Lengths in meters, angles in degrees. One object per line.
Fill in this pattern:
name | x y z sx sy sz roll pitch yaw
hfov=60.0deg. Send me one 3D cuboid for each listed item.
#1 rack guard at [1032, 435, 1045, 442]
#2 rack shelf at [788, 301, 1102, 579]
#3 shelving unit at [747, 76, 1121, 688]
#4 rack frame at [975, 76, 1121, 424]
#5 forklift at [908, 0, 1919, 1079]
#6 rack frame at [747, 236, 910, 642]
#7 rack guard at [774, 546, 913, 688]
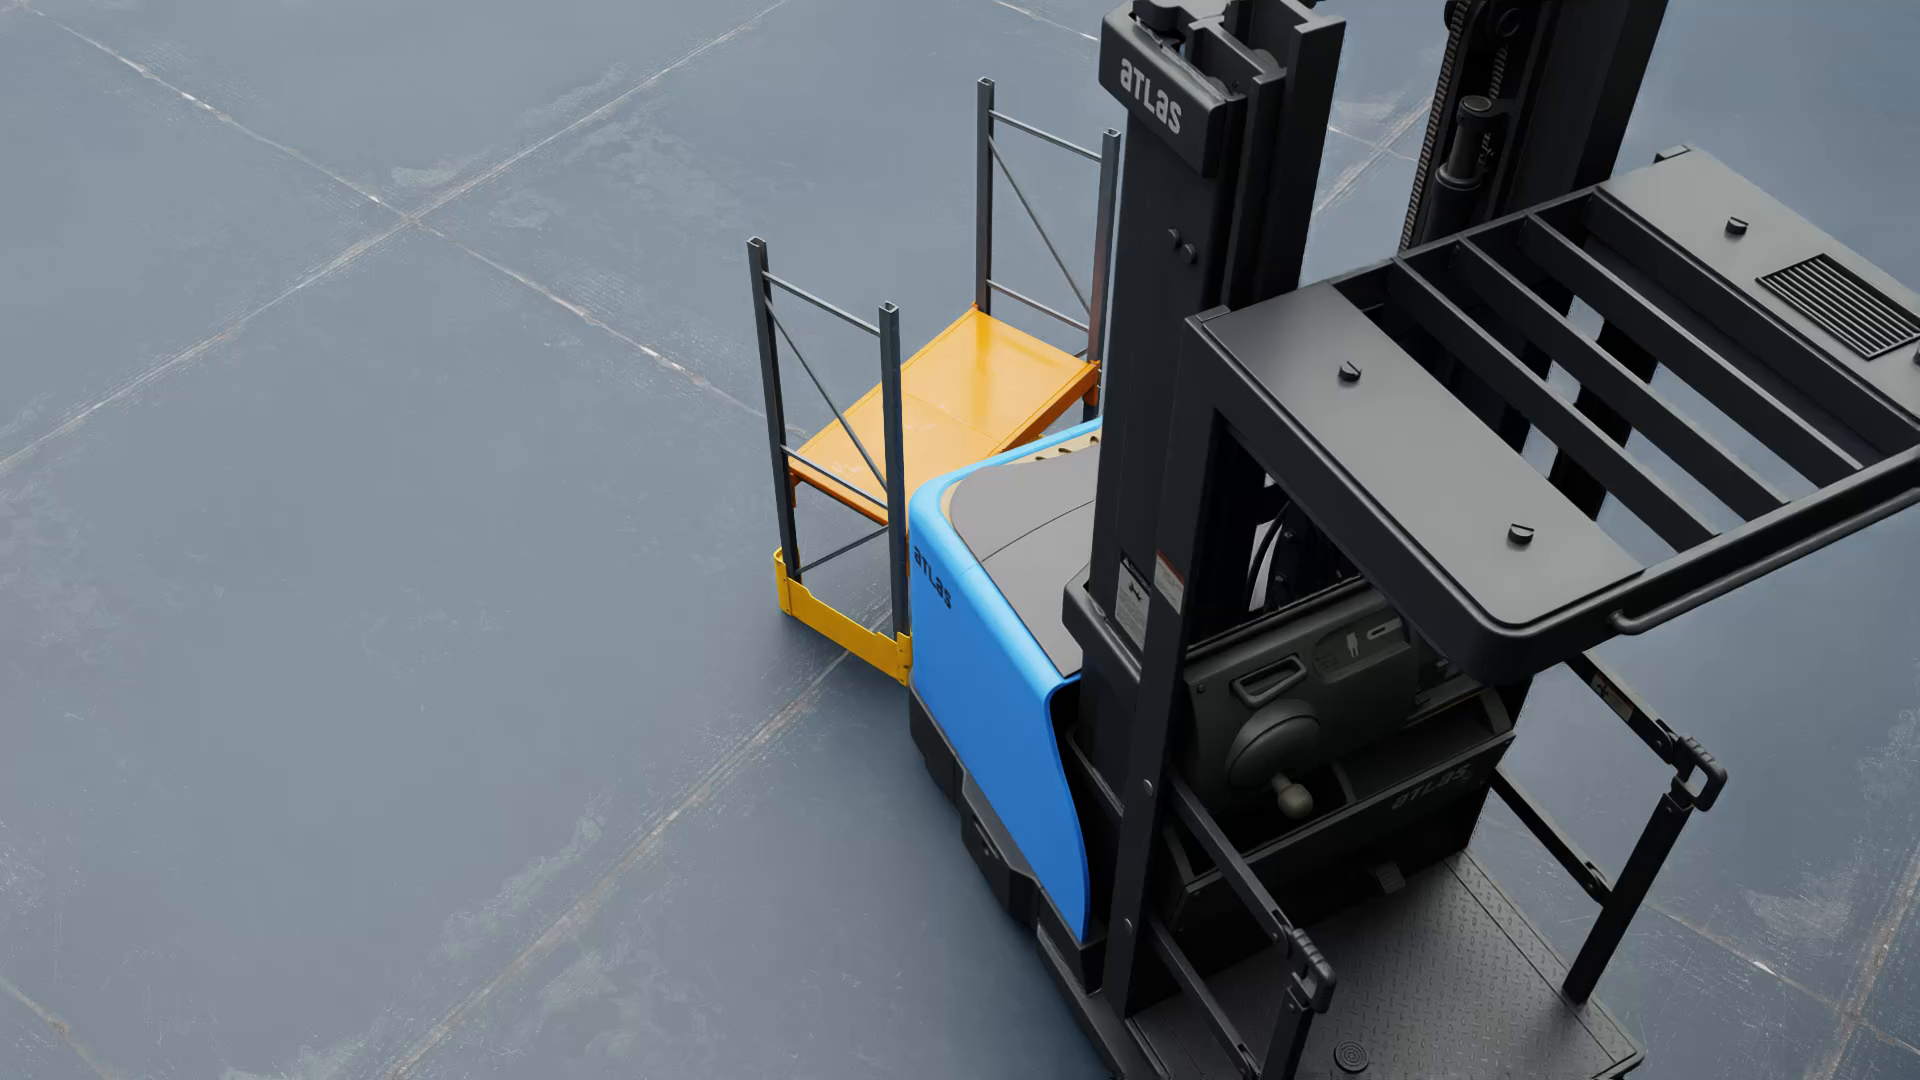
rack guard | 0.258 -0.328 5.890 0.587 0.250 0.087 29 53 25
rack shelf | -0.052 -0.345 5.291 0.538 0.185 1.000 29 53 25
shelving unit | -0.047 -0.474 5.166 0.587 1.500 1.083 29 53 25
rack frame | 0.259 -0.760 5.439 0.500 1.500 0.032 29 53 25
forklift | 0.979 0.370 3.370 1.130 2.935 3.031 -21 50 -19
rack frame | -0.363 -0.178 4.883 0.500 1.500 0.032 29 53 25
rack guard | -0.351 0.242 5.346 0.587 0.250 0.087 29 53 25
